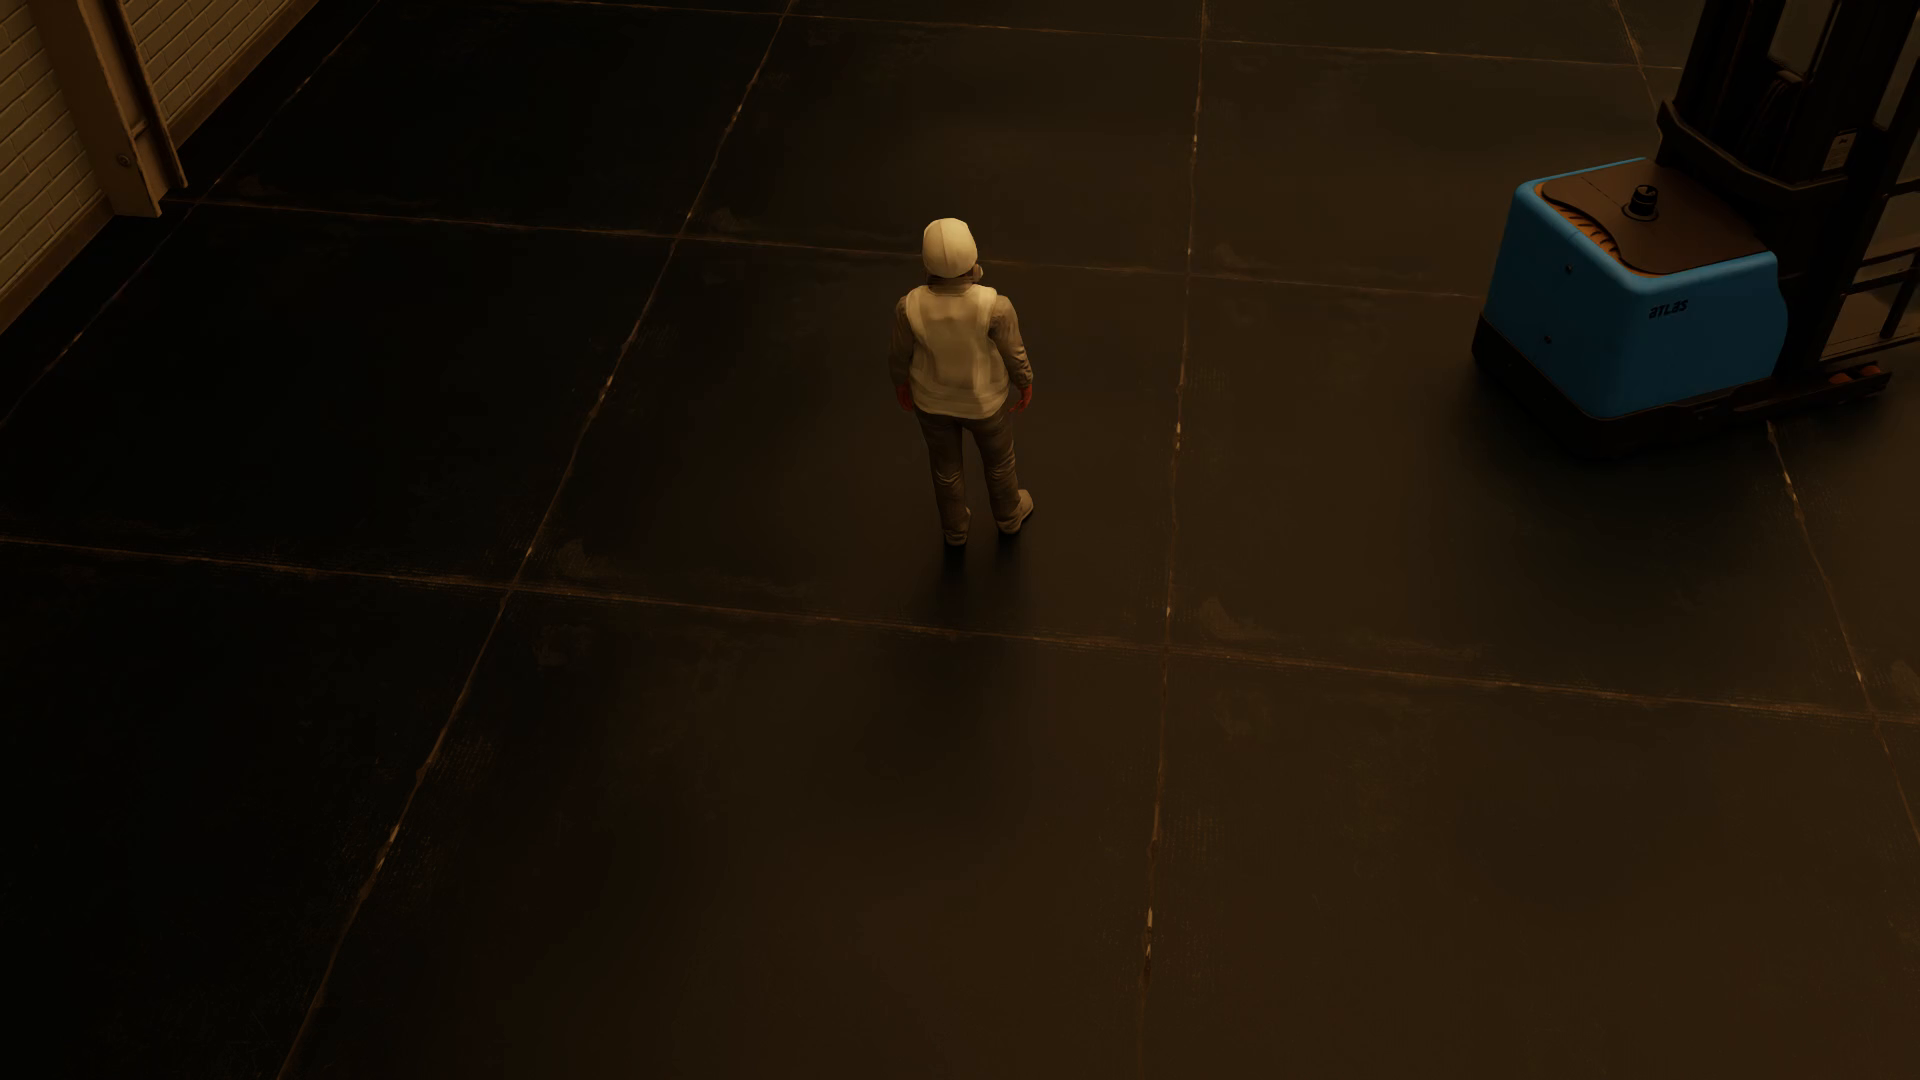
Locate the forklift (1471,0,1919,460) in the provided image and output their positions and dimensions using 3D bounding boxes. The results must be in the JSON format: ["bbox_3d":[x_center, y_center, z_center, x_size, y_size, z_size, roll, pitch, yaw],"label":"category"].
[{"bbox_3d":[4.303,-2.101,8.011,3.031,2.935,1.130,-14,44,-15],"label":"forklift"}]

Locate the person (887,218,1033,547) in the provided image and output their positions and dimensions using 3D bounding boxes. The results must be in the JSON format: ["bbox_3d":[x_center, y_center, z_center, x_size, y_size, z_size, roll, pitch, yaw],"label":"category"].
[{"bbox_3d":[0.017,-0.699,7.330,0.632,1.773,0.568,5,43,6],"label":"person"}]
